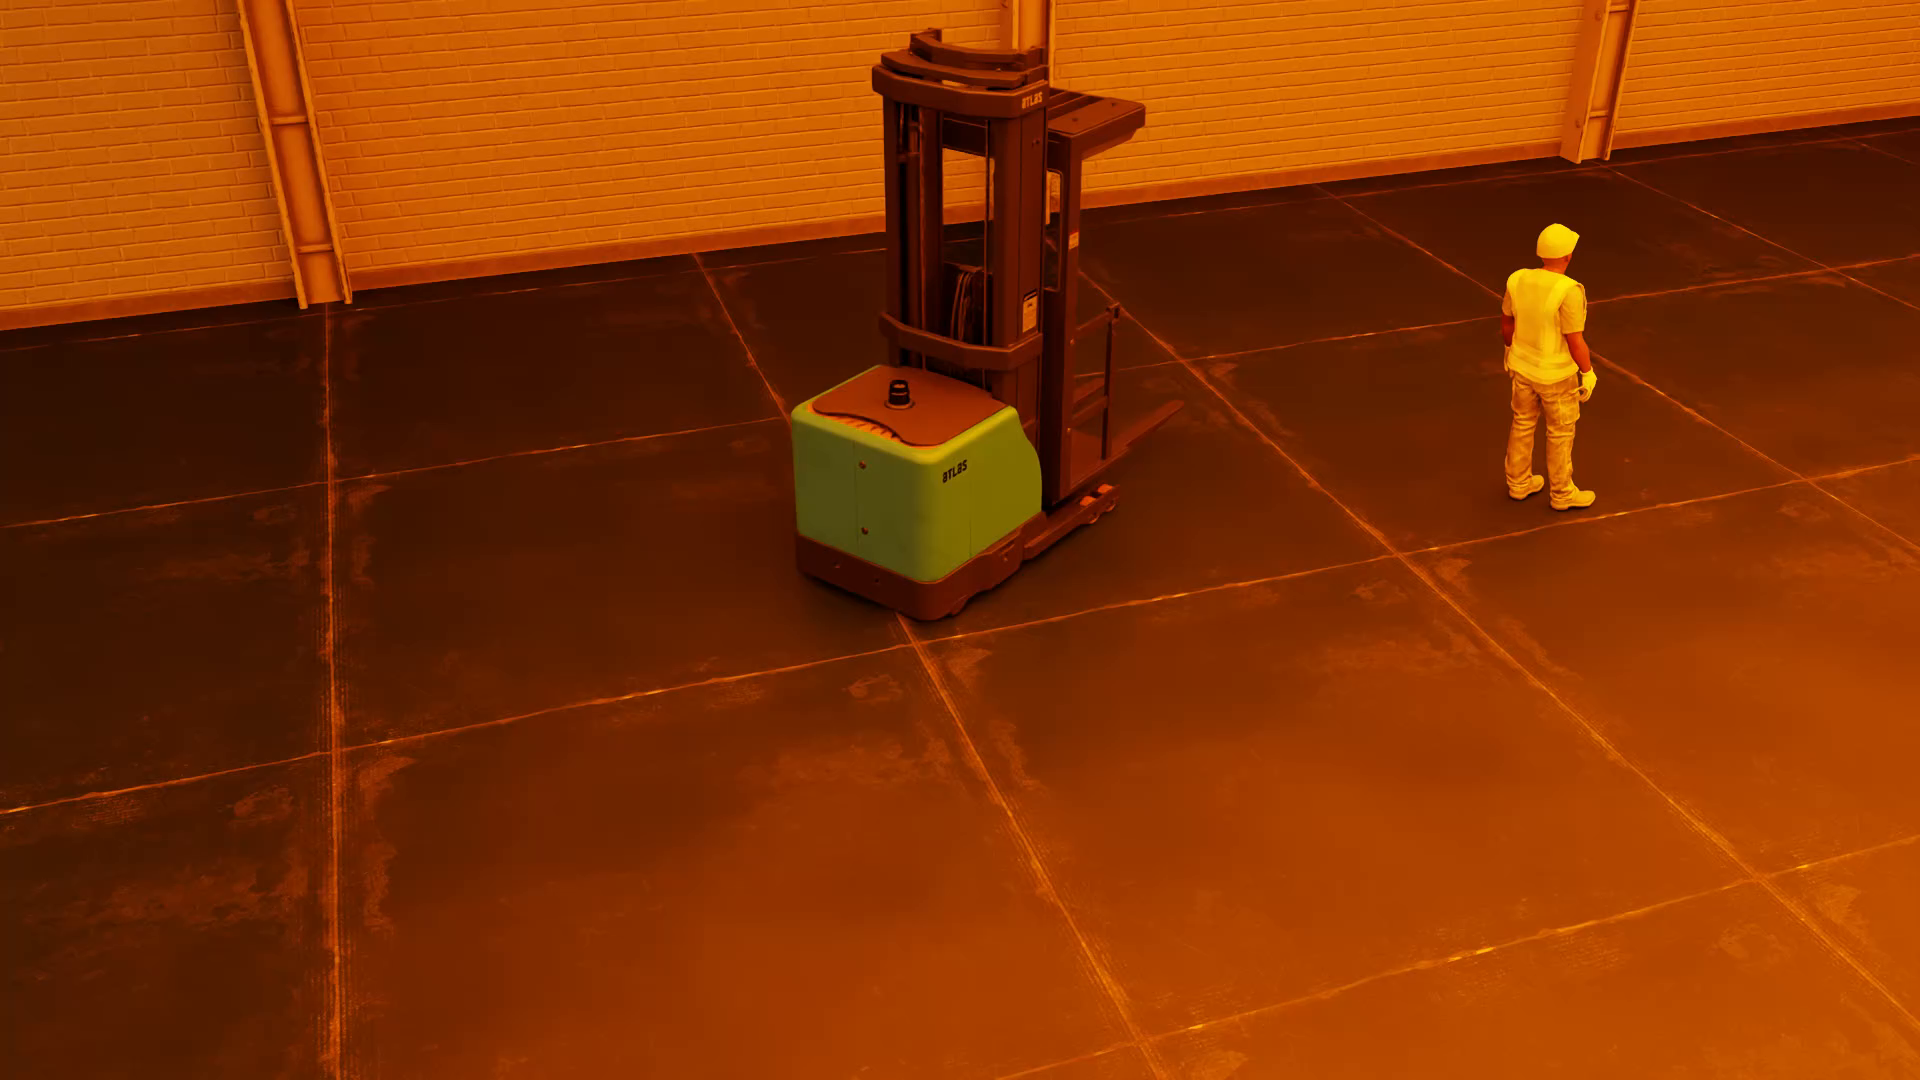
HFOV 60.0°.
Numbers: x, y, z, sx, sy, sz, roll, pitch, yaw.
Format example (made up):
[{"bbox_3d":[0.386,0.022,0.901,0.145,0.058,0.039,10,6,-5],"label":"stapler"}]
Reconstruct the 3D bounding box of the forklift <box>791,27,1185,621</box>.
[{"bbox_3d":[0.340,-1.504,9.701,1.130,2.935,3.031,21,36,32],"label":"forklift"}]

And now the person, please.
[{"bbox_3d":[3.592,-1.062,10.070,0.577,1.781,0.656,-17,34,-26],"label":"person"}]
